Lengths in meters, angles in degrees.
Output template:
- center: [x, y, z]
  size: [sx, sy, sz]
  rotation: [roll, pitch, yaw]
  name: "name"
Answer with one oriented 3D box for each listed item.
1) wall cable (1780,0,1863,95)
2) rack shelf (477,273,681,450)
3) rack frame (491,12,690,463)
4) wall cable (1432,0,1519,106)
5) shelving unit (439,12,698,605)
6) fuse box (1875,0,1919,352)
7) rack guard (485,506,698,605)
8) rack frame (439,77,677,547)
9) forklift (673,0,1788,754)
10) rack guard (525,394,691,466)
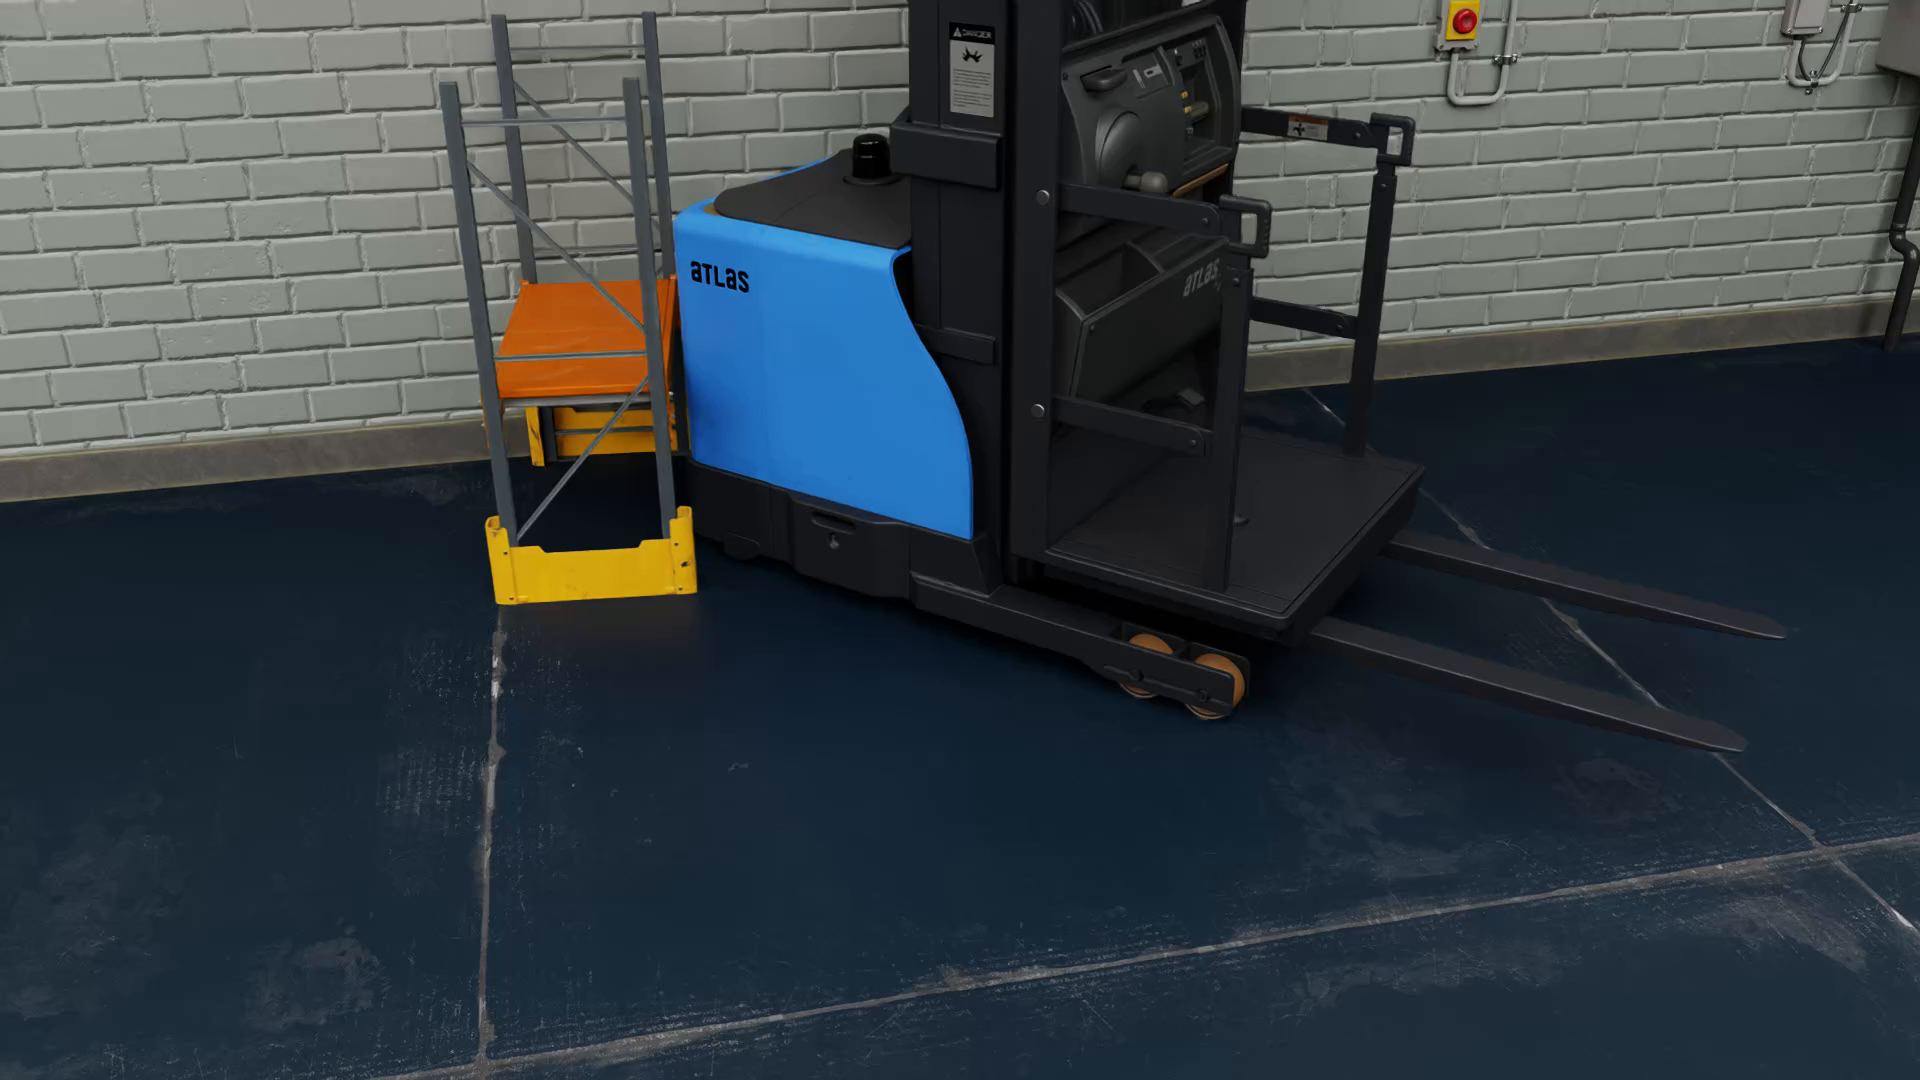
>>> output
- center: [3.125, -2.560, 5.866]
  size: [0.588, 1.984, 0.122]
  rotation: [-6, 27, -12]
  name: "wall cable"
- center: [-1.134, -0.571, 5.115]
  size: [0.538, 0.185, 1.000]
  rotation: [-3, 27, -6]
  name: "rack shelf"
- center: [-1.195, -0.959, 5.485]
  size: [0.500, 1.500, 0.032]
  rotation: [-3, 27, -6]
  name: "rack frame"
- center: [1.746, -2.425, 5.564]
  size: [0.585, 1.953, 0.123]
  rotation: [-6, 27, -12]
  name: "wall cable"
- center: [-1.135, -0.735, 5.042]
  size: [0.587, 1.500, 1.083]
  rotation: [-3, 27, -6]
  name: "shelving unit"
- center: [3.825, -1.532, 6.386]
  size: [0.539, 1.711, 0.414]
  rotation: [-6, 27, -12]
  name: "fuse box"
- center: [-1.075, 0.045, 4.883]
  size: [0.587, 0.250, 0.087]
  rotation: [-3, 27, -6]
  name: "rack guard"
- center: [-1.073, -0.504, 4.584]
  size: [0.500, 1.500, 0.032]
  rotation: [-3, 27, -6]
  name: "rack frame"
- center: [0.683, -1.116, 4.207]
  size: [3.031, 2.935, 1.130]
  rotation: [16, 31, 28]
  name: "forklift"
- center: [-1.195, -0.400, 5.765]
  size: [0.587, 0.250, 0.087]
  rotation: [-3, 27, -6]
  name: "rack guard"
